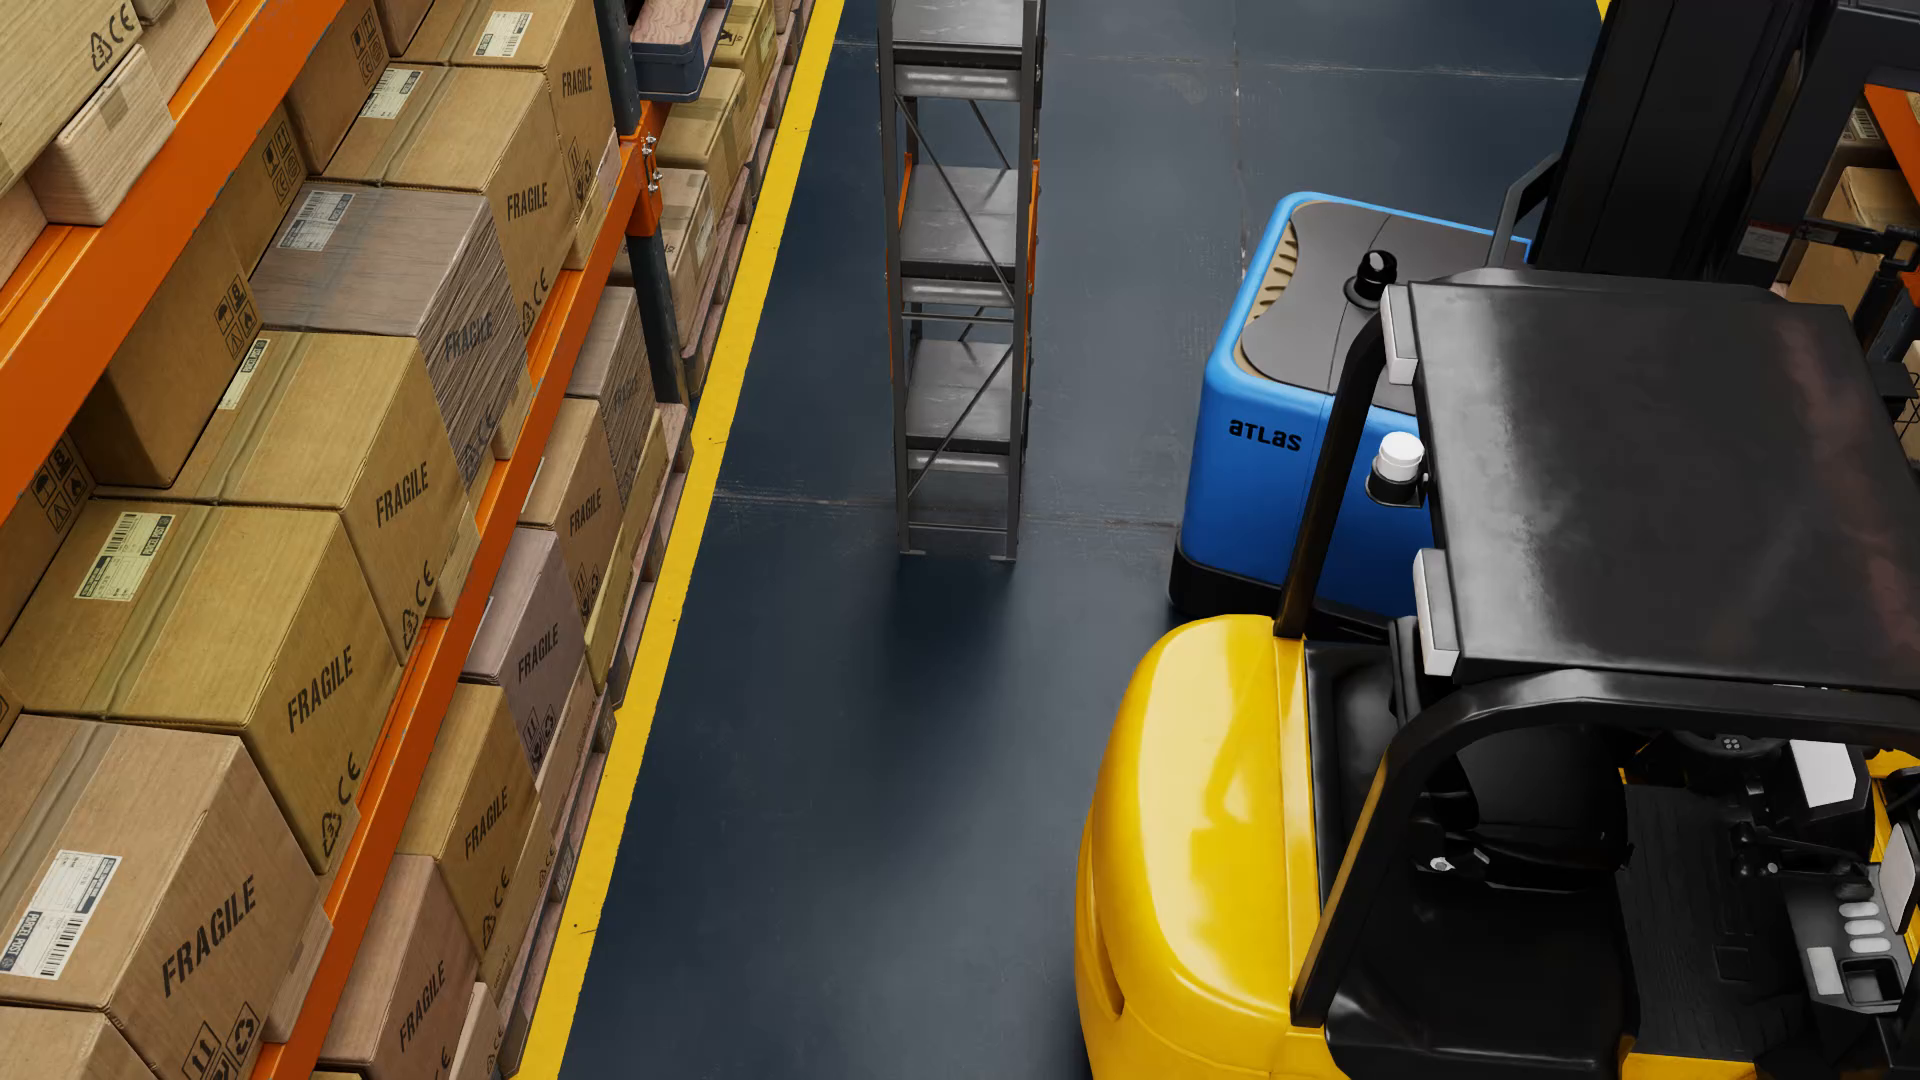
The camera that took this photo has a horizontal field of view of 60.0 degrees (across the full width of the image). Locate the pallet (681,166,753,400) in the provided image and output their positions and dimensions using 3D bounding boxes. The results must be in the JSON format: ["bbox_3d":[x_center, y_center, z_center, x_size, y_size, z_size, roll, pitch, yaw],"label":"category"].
[{"bbox_3d":[-1.421,-1.068,6.584,1.003,0.211,1.213,4,48,4],"label":"pallet"}]

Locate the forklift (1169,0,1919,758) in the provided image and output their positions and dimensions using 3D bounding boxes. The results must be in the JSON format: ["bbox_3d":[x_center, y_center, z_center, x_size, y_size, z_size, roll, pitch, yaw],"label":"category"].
[{"bbox_3d":[2.260,-0.676,4.382,3.031,2.935,1.130,16,50,14],"label":"forklift"}]

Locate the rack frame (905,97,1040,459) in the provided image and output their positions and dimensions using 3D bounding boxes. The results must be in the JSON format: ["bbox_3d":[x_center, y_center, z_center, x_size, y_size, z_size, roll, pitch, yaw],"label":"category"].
[{"bbox_3d":[0.037,-1.010,5.250,0.400,2.100,0.015,4,48,4],"label":"rack frame"}]

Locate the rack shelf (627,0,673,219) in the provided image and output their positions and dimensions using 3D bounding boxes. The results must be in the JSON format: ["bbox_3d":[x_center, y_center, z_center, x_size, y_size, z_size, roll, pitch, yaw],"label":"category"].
[{"bbox_3d":[-1.308,-2.664,6.641,1.077,0.370,4.000,4,48,4],"label":"rack shelf"}]

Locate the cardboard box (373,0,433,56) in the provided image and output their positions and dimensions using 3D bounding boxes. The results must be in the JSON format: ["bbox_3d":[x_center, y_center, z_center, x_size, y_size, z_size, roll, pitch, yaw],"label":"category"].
[{"bbox_3d":[-1.747,-1.600,4.234,0.700,0.500,0.500,3,48,3],"label":"cardboard box"}]

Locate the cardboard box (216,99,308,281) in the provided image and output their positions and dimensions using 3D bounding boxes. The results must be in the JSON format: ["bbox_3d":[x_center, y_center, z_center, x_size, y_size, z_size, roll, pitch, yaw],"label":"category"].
[{"bbox_3d":[-1.888,-0.859,3.556,0.700,0.500,0.500,3,48,3],"label":"cardboard box"}]

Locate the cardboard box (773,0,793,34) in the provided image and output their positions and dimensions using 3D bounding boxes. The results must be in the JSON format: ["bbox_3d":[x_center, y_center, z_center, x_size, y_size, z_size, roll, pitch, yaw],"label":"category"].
[{"bbox_3d":[-1.247,-2.674,7.659,0.950,0.372,0.625,3,48,3],"label":"cardboard box"}]

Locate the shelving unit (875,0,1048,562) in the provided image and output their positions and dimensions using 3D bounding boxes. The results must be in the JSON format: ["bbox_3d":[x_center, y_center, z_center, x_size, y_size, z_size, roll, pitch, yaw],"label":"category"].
[{"bbox_3d":[0.015,-0.830,5.086,0.431,2.100,0.503,4,48,4],"label":"shelving unit"}]

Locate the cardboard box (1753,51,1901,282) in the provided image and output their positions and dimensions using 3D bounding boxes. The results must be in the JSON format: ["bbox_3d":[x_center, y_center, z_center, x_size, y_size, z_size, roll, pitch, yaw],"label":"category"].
[{"bbox_3d":[3.568,-1.400,6.323,0.875,0.625,0.625,3,48,3],"label":"cardboard box"}]

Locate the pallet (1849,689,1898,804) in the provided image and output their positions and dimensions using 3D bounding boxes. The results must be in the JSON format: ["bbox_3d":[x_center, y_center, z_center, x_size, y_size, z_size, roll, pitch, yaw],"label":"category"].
[{"bbox_3d":[3.339,0.417,5.226,1.003,0.211,1.213,4,48,4],"label":"pallet"}]

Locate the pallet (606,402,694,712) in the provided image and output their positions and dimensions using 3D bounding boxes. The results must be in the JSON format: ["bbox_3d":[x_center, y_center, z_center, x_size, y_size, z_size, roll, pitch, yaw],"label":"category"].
[{"bbox_3d":[-1.517,0.000,5.607,1.003,0.211,1.213,4,48,4],"label":"pallet"}]

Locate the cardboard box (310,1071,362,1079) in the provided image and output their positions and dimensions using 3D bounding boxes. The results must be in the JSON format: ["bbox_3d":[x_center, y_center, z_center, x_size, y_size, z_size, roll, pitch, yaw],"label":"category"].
[{"bbox_3d":[-1.505,1.444,3.467,0.500,0.500,0.500,2,48,2],"label":"cardboard box"}]

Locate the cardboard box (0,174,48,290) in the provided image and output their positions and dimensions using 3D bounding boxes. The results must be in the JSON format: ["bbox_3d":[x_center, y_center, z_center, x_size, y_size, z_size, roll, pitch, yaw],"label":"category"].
[{"bbox_3d":[-1.490,-0.418,2.237,0.380,0.149,0.250,3,48,2],"label":"cardboard box"}]

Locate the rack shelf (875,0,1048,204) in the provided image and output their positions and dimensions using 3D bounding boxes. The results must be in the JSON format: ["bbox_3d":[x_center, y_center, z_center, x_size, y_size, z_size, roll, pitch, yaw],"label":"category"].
[{"bbox_3d":[0.015,-1.294,4.580,0.431,0.518,0.480,4,48,4],"label":"rack shelf"}]

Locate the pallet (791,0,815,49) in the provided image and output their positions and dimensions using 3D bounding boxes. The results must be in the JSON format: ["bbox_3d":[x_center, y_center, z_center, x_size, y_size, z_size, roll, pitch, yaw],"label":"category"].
[{"bbox_3d":[-1.199,-2.861,8.224,1.003,0.211,1.213,4,48,4],"label":"pallet"}]

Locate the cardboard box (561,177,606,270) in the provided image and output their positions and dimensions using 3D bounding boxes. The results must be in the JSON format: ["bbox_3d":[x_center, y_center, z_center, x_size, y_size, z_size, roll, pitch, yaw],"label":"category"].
[{"bbox_3d":[-1.232,-0.912,4.722,0.380,0.149,0.250,5,48,4],"label":"cardboard box"}]

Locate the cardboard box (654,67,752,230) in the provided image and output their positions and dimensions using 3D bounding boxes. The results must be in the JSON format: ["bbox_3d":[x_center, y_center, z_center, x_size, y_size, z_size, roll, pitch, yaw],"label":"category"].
[{"bbox_3d":[-1.383,-1.606,6.682,0.950,0.372,0.625,7,48,6],"label":"cardboard box"}]

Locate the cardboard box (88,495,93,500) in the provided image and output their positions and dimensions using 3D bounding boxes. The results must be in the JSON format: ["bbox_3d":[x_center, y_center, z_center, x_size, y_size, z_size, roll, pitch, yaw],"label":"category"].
[{"bbox_3d":[-1.916,-0.156,3.590,0.500,0.500,0.500,4,48,4],"label":"cardboard box"}]

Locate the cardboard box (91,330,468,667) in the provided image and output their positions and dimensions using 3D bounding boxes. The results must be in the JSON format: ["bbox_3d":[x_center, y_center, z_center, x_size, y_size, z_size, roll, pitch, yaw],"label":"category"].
[{"bbox_3d":[-1.408,-0.091,3.531,0.500,0.500,0.500,3,48,3],"label":"cardboard box"}]

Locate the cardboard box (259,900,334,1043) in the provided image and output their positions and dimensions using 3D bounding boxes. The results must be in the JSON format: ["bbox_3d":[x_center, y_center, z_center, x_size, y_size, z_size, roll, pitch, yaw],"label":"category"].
[{"bbox_3d":[-1.435,0.792,3.163,0.380,0.149,0.250,5,48,4],"label":"cardboard box"}]

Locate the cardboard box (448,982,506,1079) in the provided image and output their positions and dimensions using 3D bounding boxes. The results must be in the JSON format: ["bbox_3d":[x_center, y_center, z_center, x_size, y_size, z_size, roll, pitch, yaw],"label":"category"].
[{"bbox_3d":[-1.452,1.340,4.071,0.500,0.250,0.500,5,48,5],"label":"cardboard box"}]

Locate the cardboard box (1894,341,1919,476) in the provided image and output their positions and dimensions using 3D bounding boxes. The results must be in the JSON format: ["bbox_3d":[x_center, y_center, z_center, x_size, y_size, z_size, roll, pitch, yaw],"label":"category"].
[{"bbox_3d":[3.096,-0.323,4.914,0.500,0.250,0.500,3,48,3],"label":"cardboard box"}]

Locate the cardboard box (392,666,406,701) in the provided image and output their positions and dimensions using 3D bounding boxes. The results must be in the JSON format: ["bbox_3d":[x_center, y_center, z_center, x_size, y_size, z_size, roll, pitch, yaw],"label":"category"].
[{"bbox_3d":[-1.427,0.210,3.696,0.380,0.149,0.250,3,48,2],"label":"cardboard box"}]

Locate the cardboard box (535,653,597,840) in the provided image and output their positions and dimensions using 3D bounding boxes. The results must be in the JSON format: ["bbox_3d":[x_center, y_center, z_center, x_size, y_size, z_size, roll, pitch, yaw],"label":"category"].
[{"bbox_3d":[-1.366,0.567,4.777,0.500,0.250,0.500,5,48,4],"label":"cardboard box"}]

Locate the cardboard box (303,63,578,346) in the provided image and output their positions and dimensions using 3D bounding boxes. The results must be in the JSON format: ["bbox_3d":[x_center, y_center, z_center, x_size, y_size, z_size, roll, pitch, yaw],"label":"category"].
[{"bbox_3d":[-1.323,-0.849,4.225,0.500,0.500,0.500,5,48,5],"label":"cardboard box"}]

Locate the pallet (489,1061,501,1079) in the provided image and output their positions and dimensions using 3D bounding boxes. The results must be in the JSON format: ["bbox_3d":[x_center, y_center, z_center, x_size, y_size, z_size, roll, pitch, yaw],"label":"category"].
[{"bbox_3d":[-1.739,1.793,3.967,1.003,0.211,1.213,4,48,4],"label":"pallet"}]

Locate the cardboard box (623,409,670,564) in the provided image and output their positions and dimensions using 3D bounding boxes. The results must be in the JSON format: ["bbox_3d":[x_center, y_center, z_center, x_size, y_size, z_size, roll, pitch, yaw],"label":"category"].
[{"bbox_3d":[-1.277,-0.198,5.477,0.500,0.250,0.500,6,48,5],"label":"cardboard box"}]

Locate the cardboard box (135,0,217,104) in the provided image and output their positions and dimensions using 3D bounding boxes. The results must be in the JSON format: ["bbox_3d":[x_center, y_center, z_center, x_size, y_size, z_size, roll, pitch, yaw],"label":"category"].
[{"bbox_3d":[-1.404,-0.793,2.580,0.380,0.149,0.250,3,48,2],"label":"cardboard box"}]

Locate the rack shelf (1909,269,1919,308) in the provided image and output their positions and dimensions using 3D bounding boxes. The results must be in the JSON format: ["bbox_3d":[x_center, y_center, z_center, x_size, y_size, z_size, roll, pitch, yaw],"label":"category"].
[{"bbox_3d":[3.271,0.606,3.650,1.077,0.370,4.000,4,48,4],"label":"rack shelf"}]

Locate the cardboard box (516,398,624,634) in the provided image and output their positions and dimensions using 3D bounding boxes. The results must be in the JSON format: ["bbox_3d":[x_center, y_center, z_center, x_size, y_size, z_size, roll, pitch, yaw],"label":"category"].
[{"bbox_3d":[-1.322,-0.077,4.859,0.500,0.500,0.500,5,48,4],"label":"cardboard box"}]

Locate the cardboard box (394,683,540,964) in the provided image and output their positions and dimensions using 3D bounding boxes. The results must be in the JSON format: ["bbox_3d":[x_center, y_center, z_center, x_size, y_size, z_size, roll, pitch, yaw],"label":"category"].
[{"bbox_3d":[-1.407,0.691,4.156,0.500,0.500,0.500,5,48,4],"label":"cardboard box"}]

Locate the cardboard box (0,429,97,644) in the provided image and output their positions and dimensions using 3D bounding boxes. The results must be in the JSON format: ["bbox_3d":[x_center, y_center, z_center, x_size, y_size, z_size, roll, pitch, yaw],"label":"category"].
[{"bbox_3d":[-2.028,-0.113,2.873,0.700,0.500,0.500,3,48,3],"label":"cardboard box"}]

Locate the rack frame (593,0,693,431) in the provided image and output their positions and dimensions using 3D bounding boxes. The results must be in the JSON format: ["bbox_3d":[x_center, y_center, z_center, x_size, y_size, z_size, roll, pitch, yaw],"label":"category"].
[{"bbox_3d":[-1.491,-1.437,5.032,1.000,3.000,0.127,4,48,4],"label":"rack frame"}]

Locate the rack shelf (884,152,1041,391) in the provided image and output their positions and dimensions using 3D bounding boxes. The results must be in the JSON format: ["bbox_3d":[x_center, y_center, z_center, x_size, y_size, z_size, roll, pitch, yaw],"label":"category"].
[{"bbox_3d":[0.015,-0.821,5.097,0.431,0.518,0.480,4,48,4],"label":"rack shelf"}]

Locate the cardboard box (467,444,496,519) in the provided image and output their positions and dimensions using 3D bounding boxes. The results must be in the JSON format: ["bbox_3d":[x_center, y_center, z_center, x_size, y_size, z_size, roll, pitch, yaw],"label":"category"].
[{"bbox_3d":[-1.359,-0.163,4.036,0.380,0.149,0.250,3,48,3],"label":"cardboard box"}]

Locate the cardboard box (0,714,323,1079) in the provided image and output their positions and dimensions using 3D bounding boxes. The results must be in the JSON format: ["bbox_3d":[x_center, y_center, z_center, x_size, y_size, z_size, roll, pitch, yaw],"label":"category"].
[{"bbox_3d":[-1.492,0.658,2.846,0.500,0.500,0.500,5,48,5],"label":"cardboard box"}]

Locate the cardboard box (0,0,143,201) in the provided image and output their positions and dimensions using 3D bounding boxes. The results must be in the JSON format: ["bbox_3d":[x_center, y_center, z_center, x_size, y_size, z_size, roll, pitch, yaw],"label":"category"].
[{"bbox_3d":[-1.466,-0.662,2.190,0.500,0.250,0.500,5,48,5],"label":"cardboard box"}]
